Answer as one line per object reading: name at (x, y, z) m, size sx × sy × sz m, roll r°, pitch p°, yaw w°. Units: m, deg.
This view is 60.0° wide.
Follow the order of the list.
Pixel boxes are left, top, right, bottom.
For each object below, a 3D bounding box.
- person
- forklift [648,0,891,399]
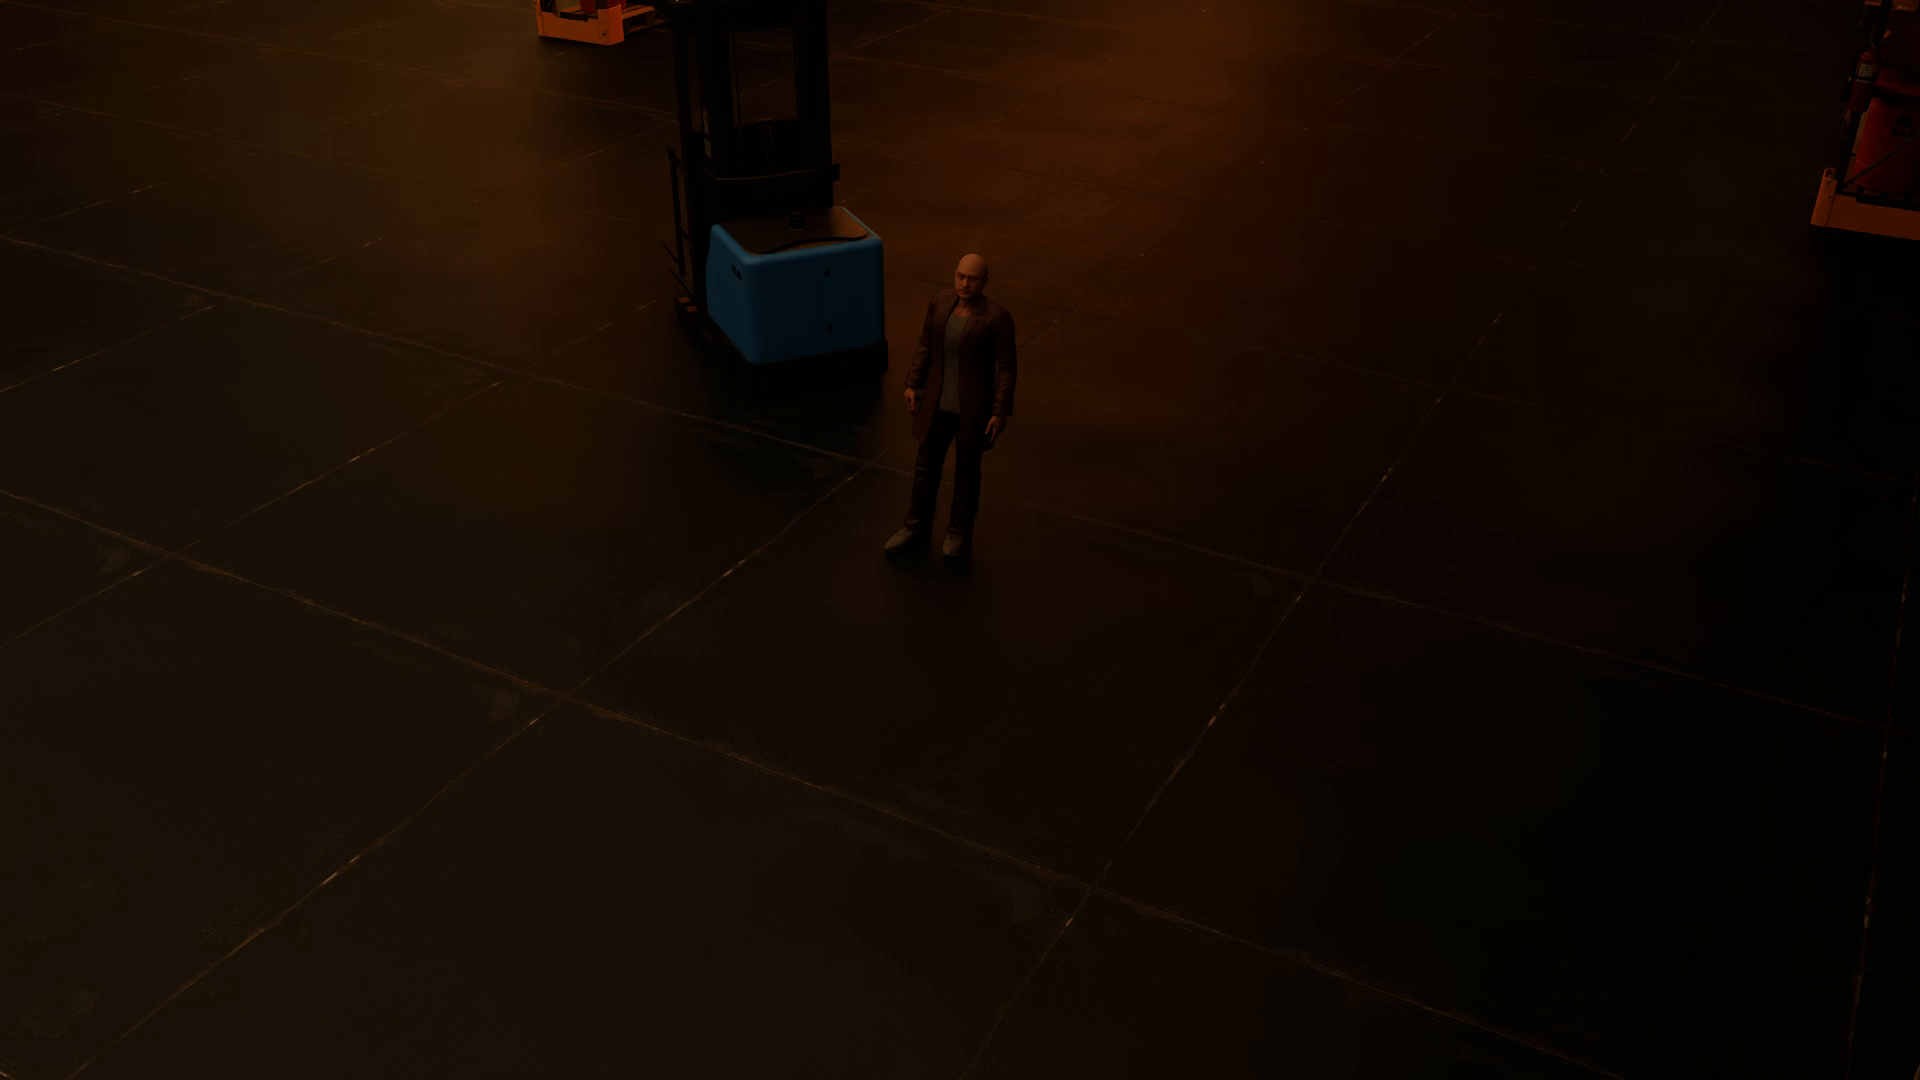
person at (-0.048, -0.737, 9.487) m, size 0.696 × 1.777 × 0.579 m, roll 15°, pitch 33°, yaw 25°
forklift at (-1.561, -2.967, 12.212) m, size 1.130 × 2.935 × 3.031 m, roll -13°, pitch 32°, yaw -21°
